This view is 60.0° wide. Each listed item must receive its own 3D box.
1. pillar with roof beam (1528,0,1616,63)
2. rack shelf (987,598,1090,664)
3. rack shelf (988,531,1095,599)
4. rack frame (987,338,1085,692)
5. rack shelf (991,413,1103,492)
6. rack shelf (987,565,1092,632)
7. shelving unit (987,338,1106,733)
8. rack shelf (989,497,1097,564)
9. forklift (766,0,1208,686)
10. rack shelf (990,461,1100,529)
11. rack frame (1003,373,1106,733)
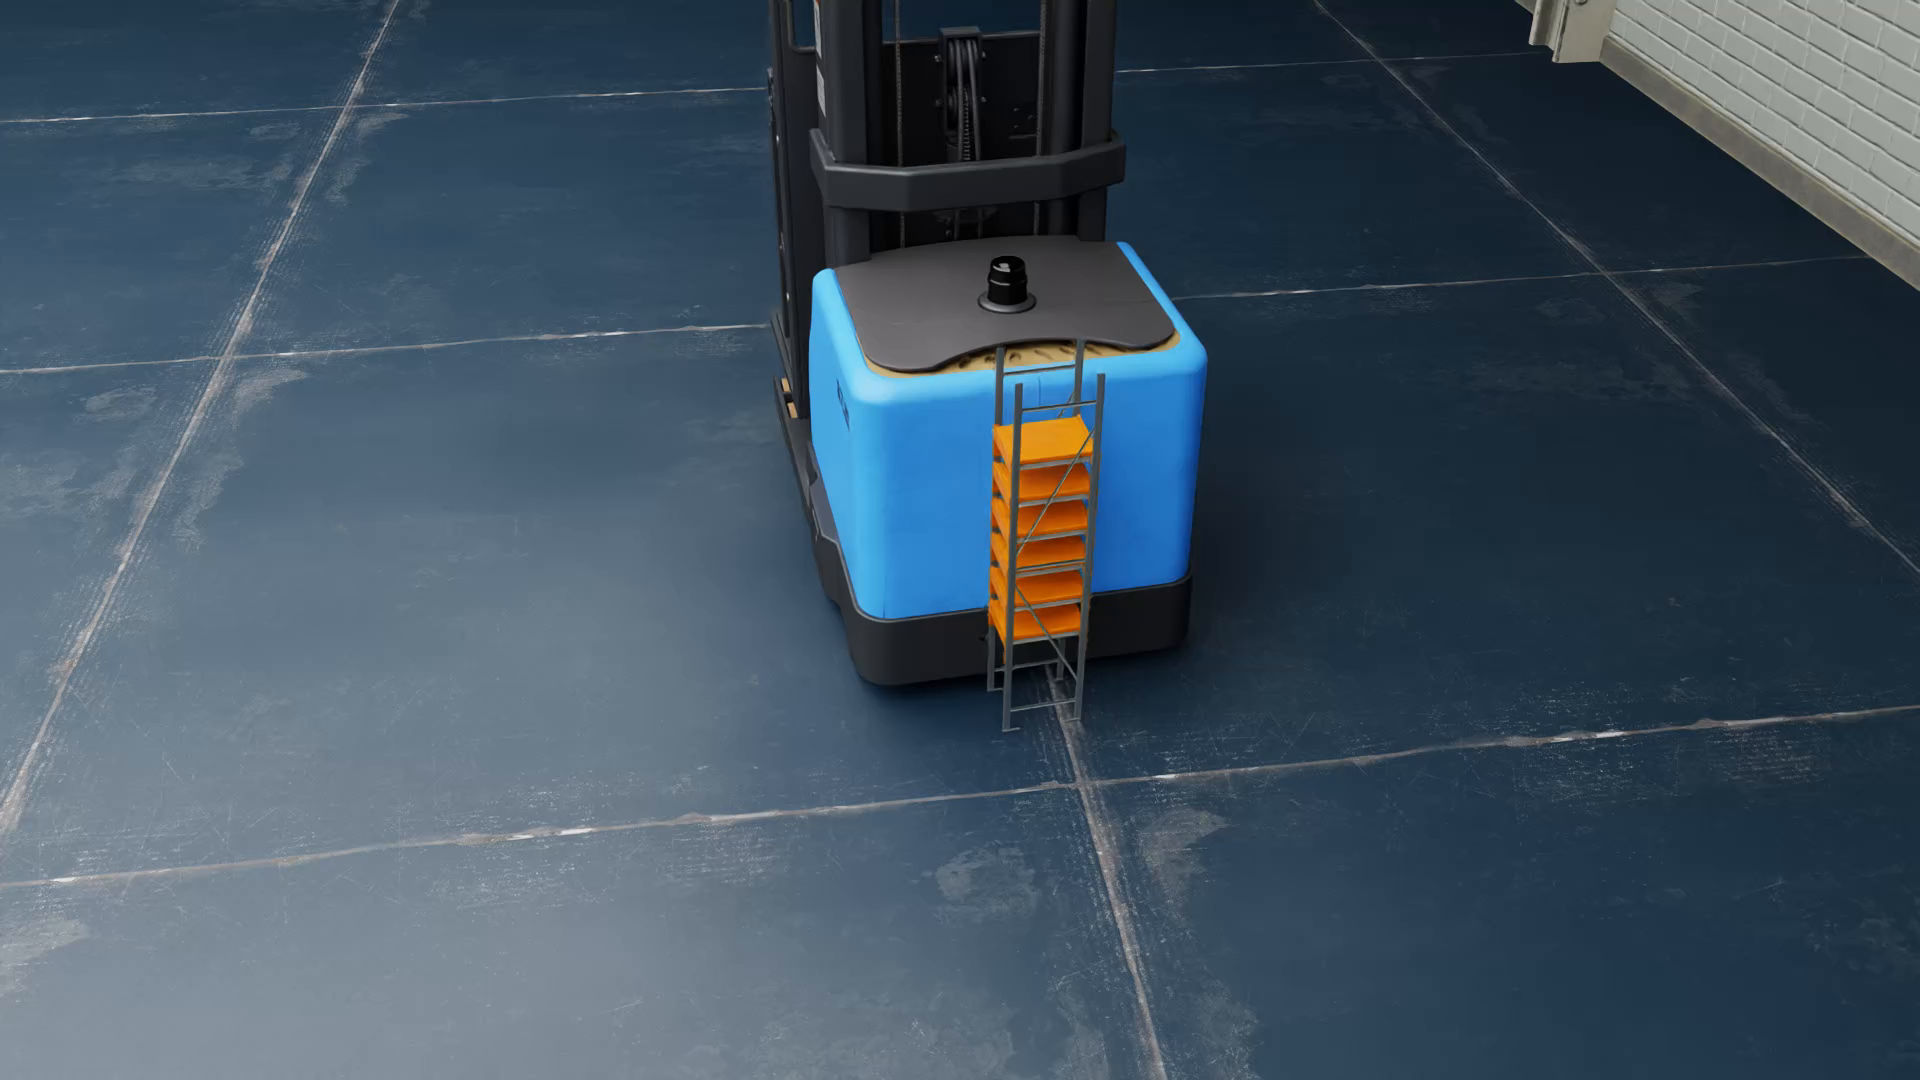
[{"bbox_3d":[-0.584,-6.362,7.095,9.100,9.000,0.400,-4,35,-6],"label":"pillar with roof beam"},{"bbox_3d":[0.225,0.245,4.822,0.258,0.103,0.180,-8,38,-11],"label":"rack shelf"},{"bbox_3d":[0.227,0.053,4.679,0.258,0.103,0.180,-8,38,-11],"label":"rack shelf"},{"bbox_3d":[0.206,-0.036,4.723,0.240,1.200,0.006,-8,38,-11],"label":"rack frame"},{"bbox_3d":[0.231,-0.236,4.464,0.258,0.103,0.180,-8,38,-11],"label":"rack shelf"},{"bbox_3d":[0.226,0.149,4.751,0.258,0.103,0.180,-8,38,-11],"label":"rack shelf"},{"bbox_3d":[0.228,0.017,4.652,0.258,1.200,0.189,-8,38,-11],"label":"shelving unit"},{"bbox_3d":[0.228,-0.043,4.607,0.258,0.103,0.180,-8,38,-11],"label":"rack shelf"},{"bbox_3d":[-0.101,-1.600,5.494,1.130,2.935,3.031,-7,35,-10],"label":"forklift"},{"bbox_3d":[0.230,-0.139,4.535,0.258,0.103,0.180,-8,38,-11],"label":"rack shelf"},{"bbox_3d":[0.249,0.071,4.581,0.240,1.200,0.006,-8,38,-11],"label":"rack frame"}]
